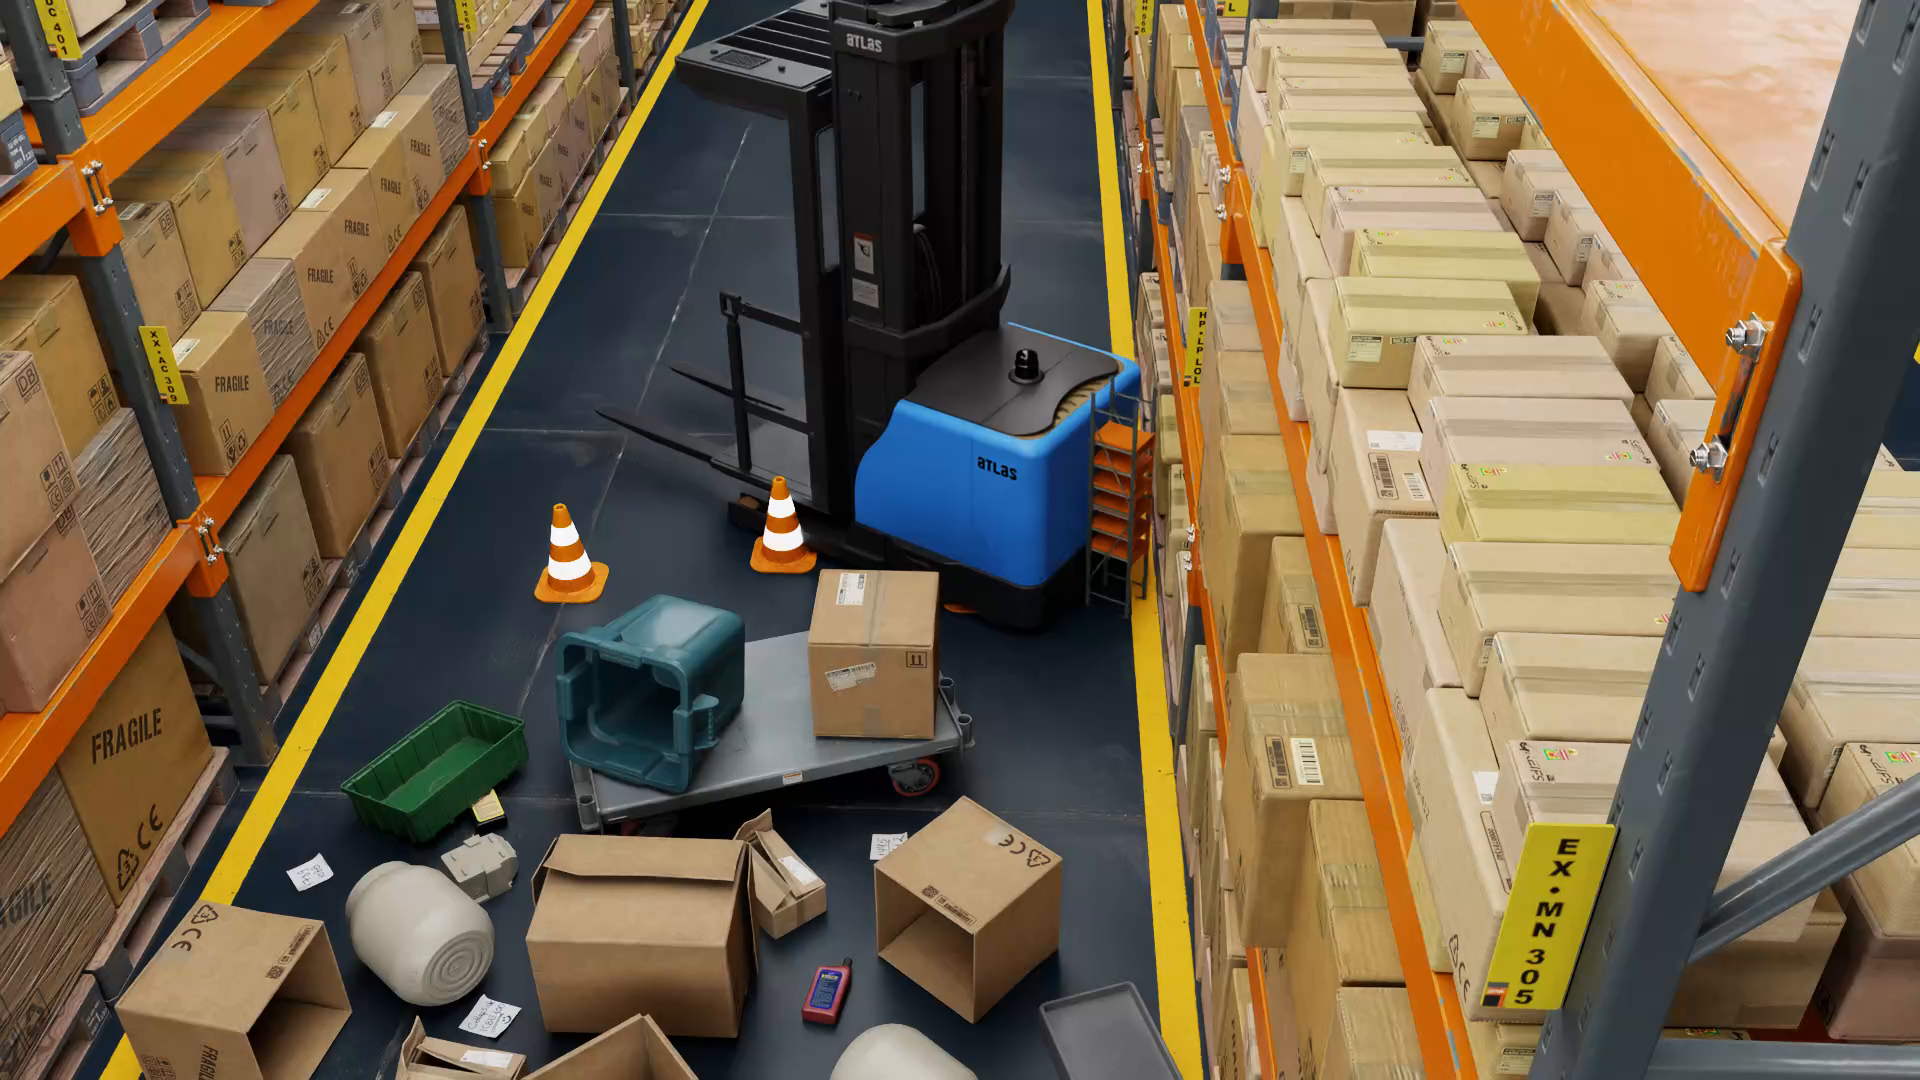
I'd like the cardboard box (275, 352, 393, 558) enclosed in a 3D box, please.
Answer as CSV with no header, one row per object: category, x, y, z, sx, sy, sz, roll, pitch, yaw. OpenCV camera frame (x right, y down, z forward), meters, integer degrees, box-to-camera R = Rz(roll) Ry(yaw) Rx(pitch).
cardboard box,-3.539,-0.438,8.301,1.050,0.750,0.750,1,35,2

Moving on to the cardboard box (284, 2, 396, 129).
cardboard box,-3.403,-2.473,8.650,0.700,0.500,0.500,1,35,1

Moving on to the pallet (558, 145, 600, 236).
pallet,-3.271,-2.579,12.181,1.003,0.211,1.213,1,35,2

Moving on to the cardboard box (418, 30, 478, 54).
cardboard box,-3.136,-3.035,10.000,0.380,0.149,0.250,3,35,4

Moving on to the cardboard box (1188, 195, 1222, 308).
cardboard box,1.241,-1.107,6.952,0.500,0.500,0.500,2,35,2

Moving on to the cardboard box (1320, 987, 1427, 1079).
cardboard box,1.075,1.211,3.149,0.700,0.500,0.500,1,35,1

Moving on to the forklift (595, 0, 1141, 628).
forklift,-0.613,-1.427,8.178,3.031,2.935,1.130,21,40,27

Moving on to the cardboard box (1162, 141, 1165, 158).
cardboard box,1.293,-2.084,8.906,0.380,0.149,0.250,-1,35,-1

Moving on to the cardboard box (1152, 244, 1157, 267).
cardboard box,1.705,-2.213,10.718,0.875,0.875,0.875,1,35,1

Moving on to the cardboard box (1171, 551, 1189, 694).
cardboard box,1.452,0.385,7.460,0.950,0.372,0.625,2,35,2

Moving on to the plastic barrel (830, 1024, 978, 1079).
plastic barrel,-0.157,1.913,5.605,0.512,0.421,0.421,28,44,33

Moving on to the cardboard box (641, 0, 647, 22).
cardboard box,-2.953,-4.641,14.546,0.380,0.149,0.250,0,35,-1

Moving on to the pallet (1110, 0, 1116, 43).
pallet,1.910,-4.810,15.357,1.003,0.211,1.213,1,35,2

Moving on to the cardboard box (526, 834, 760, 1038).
cardboard box,-1.157,1.442,6.089,0.797,0.637,0.503,1,35,2

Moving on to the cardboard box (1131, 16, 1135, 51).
cardboard box,1.396,-3.333,10.960,0.500,0.250,0.500,1,35,1

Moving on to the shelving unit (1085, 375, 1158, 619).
shelving unit,0.761,-0.186,7.911,0.258,1.200,0.189,19,39,27

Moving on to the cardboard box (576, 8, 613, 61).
cardboard box,-2.973,-3.892,12.781,0.500,0.250,0.500,0,35,1

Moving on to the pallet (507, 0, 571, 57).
pallet,-3.317,-3.631,11.421,1.003,0.211,1.213,1,35,2

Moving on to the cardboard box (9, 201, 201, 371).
cardboard box,-3.503,-1.009,6.566,0.700,0.500,0.500,1,35,1

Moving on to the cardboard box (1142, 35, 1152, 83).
cardboard box,1.360,-2.943,9.970,0.500,0.250,0.500,1,35,2

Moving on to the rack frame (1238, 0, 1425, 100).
rack frame,1.434,-2.672,4.671,1.000,3.000,0.127,1,35,2

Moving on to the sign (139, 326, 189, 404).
sign,-2.962,-0.648,6.187,0.100,0.325,0.005,1,35,2

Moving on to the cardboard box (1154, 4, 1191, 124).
cardboard box,1.345,-2.597,9.071,0.500,0.500,0.500,0,35,1

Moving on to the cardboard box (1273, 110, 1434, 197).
cardboard box,1.057,-1.043,4.487,0.380,0.149,0.250,1,35,2

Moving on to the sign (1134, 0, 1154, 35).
sign,1.039,-3.000,9.349,0.100,0.325,0.005,1,35,2

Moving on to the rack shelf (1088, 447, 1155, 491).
rack shelf,0.757,-0.348,7.801,0.258,0.103,0.180,19,39,27

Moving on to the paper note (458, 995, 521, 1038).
paper note,-1.743,1.767,6.162,0.172,0.023,0.155,13,37,18

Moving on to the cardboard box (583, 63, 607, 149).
cardboard box,-2.994,-3.293,12.581,0.500,0.500,0.500,1,35,1

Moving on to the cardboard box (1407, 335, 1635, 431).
cardboard box,1.147,-0.300,3.430,0.380,0.149,0.250,0,35,1

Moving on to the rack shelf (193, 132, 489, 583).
rack shelf,-3.436,-1.128,8.318,1.077,0.370,4.000,1,35,2

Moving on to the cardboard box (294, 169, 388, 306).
cardboard box,-3.164,-1.479,8.105,0.500,0.500,0.500,2,35,3

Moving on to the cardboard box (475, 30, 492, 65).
cardboard box,-3.125,-3.047,10.276,0.380,0.149,0.250,3,35,4

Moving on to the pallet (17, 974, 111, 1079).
pallet,-3.672,2.005,5.659,1.003,0.211,1.213,1,35,2

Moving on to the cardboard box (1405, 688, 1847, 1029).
cardboard box,1.024,0.493,2.648,0.500,0.250,0.500,1,35,1

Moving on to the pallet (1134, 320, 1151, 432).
pallet,1.561,-0.925,9.829,1.003,0.211,1.213,1,35,2

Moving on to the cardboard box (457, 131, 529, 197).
cardboard box,-3.086,-2.418,10.684,0.500,0.250,0.500,0,35,0

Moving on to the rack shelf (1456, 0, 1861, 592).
rack shelf,1.353,-1.227,3.244,1.077,0.370,4.000,1,35,2

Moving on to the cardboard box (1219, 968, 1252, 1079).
cardboard box,1.089,1.671,5.083,0.500,0.500,0.500,1,35,1

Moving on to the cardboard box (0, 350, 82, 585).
cardboard box,-3.472,-0.247,5.368,0.875,0.550,0.550,1,35,2

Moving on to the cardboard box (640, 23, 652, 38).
cardboard box,-2.891,-4.374,14.425,0.380,0.149,0.250,1,35,2

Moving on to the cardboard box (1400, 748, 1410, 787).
cardboard box,1.030,0.449,3.057,0.380,0.149,0.250,2,35,3

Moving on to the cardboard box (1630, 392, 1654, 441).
cardboard box,1.585,-0.076,3.458,0.500,0.250,0.500,2,35,3

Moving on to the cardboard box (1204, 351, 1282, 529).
cardboard box,1.157,-0.248,5.225,0.700,0.500,0.500,2,35,2

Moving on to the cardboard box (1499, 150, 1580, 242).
cardboard box,1.613,-0.882,4.258,0.380,0.149,0.250,1,35,1

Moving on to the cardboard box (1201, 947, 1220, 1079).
cardboard box,1.111,1.681,5.722,0.500,0.250,0.500,1,35,1

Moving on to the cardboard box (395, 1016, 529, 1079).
cardboard box,-1.745,1.875,5.796,0.396,0.266,0.258,7,36,10

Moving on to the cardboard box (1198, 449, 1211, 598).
cardboard box,1.137,-0.133,5.931,0.500,0.500,0.500,1,35,2

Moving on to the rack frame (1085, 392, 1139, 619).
rack frame,0.711,-0.142,7.849,0.240,1.200,0.006,19,39,27

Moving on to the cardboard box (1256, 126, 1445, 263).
cardboard box,1.131,-0.962,4.718,0.500,0.250,0.500,1,35,1

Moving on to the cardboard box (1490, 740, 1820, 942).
cardboard box,0.991,0.429,2.393,0.380,0.149,0.250,2,35,2

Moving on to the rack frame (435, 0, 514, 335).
rack frame,-3.356,-2.572,9.746,1.000,3.000,0.127,1,35,2

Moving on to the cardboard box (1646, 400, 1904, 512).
cardboard box,1.556,-0.144,3.208,0.380,0.149,0.250,1,35,2
